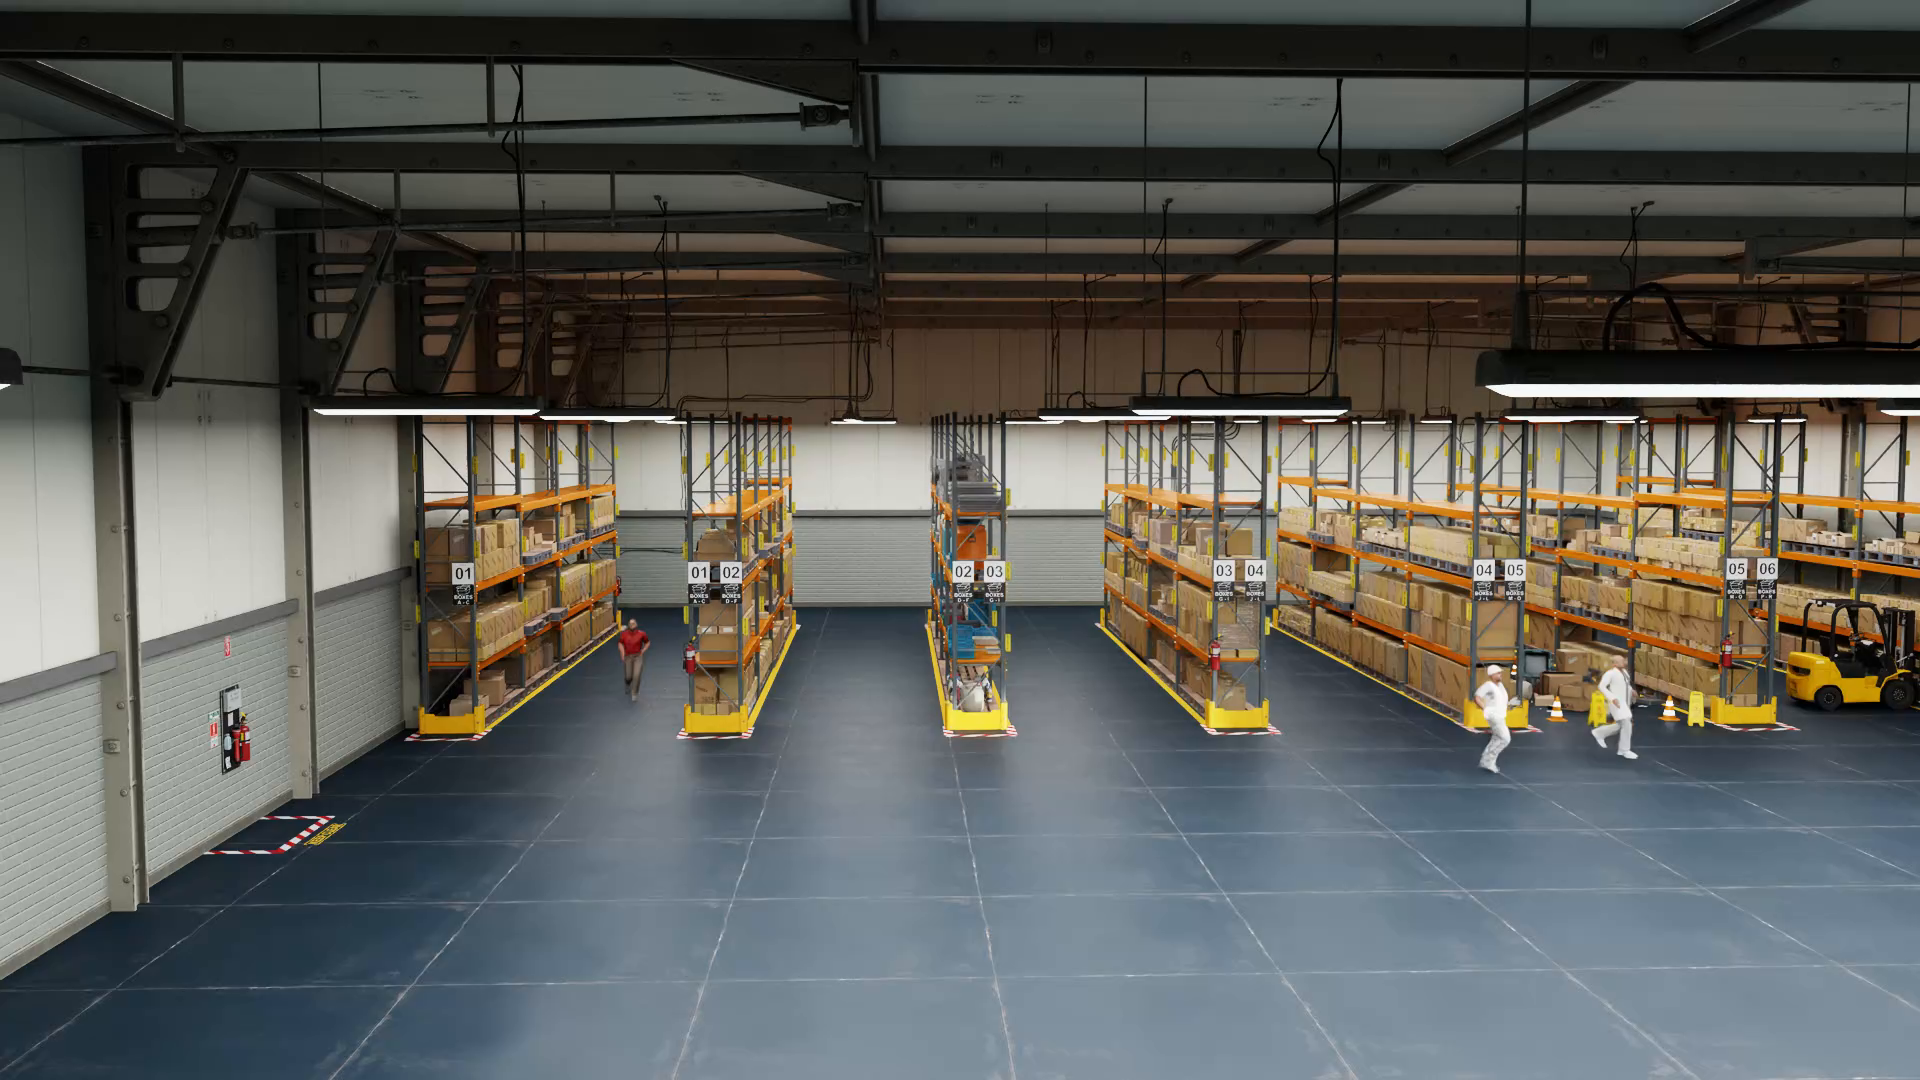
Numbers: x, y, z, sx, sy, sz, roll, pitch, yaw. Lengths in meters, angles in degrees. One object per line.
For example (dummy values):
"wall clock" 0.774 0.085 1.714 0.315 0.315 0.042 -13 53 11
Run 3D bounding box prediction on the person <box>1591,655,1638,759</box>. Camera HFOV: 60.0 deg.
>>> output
"person" 11.436 2.900 28.991 0.698 1.733 0.843 -4 5 -43

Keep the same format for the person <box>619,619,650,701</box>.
"person" -6.846 2.508 34.967 0.653 1.700 0.647 0 4 -7

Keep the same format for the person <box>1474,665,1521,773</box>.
"person" 8.918 2.967 27.532 0.646 1.781 0.661 3 5 36

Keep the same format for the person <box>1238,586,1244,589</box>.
"person" 8.032 1.659 48.278 0.775 1.543 0.569 -3 5 -41
